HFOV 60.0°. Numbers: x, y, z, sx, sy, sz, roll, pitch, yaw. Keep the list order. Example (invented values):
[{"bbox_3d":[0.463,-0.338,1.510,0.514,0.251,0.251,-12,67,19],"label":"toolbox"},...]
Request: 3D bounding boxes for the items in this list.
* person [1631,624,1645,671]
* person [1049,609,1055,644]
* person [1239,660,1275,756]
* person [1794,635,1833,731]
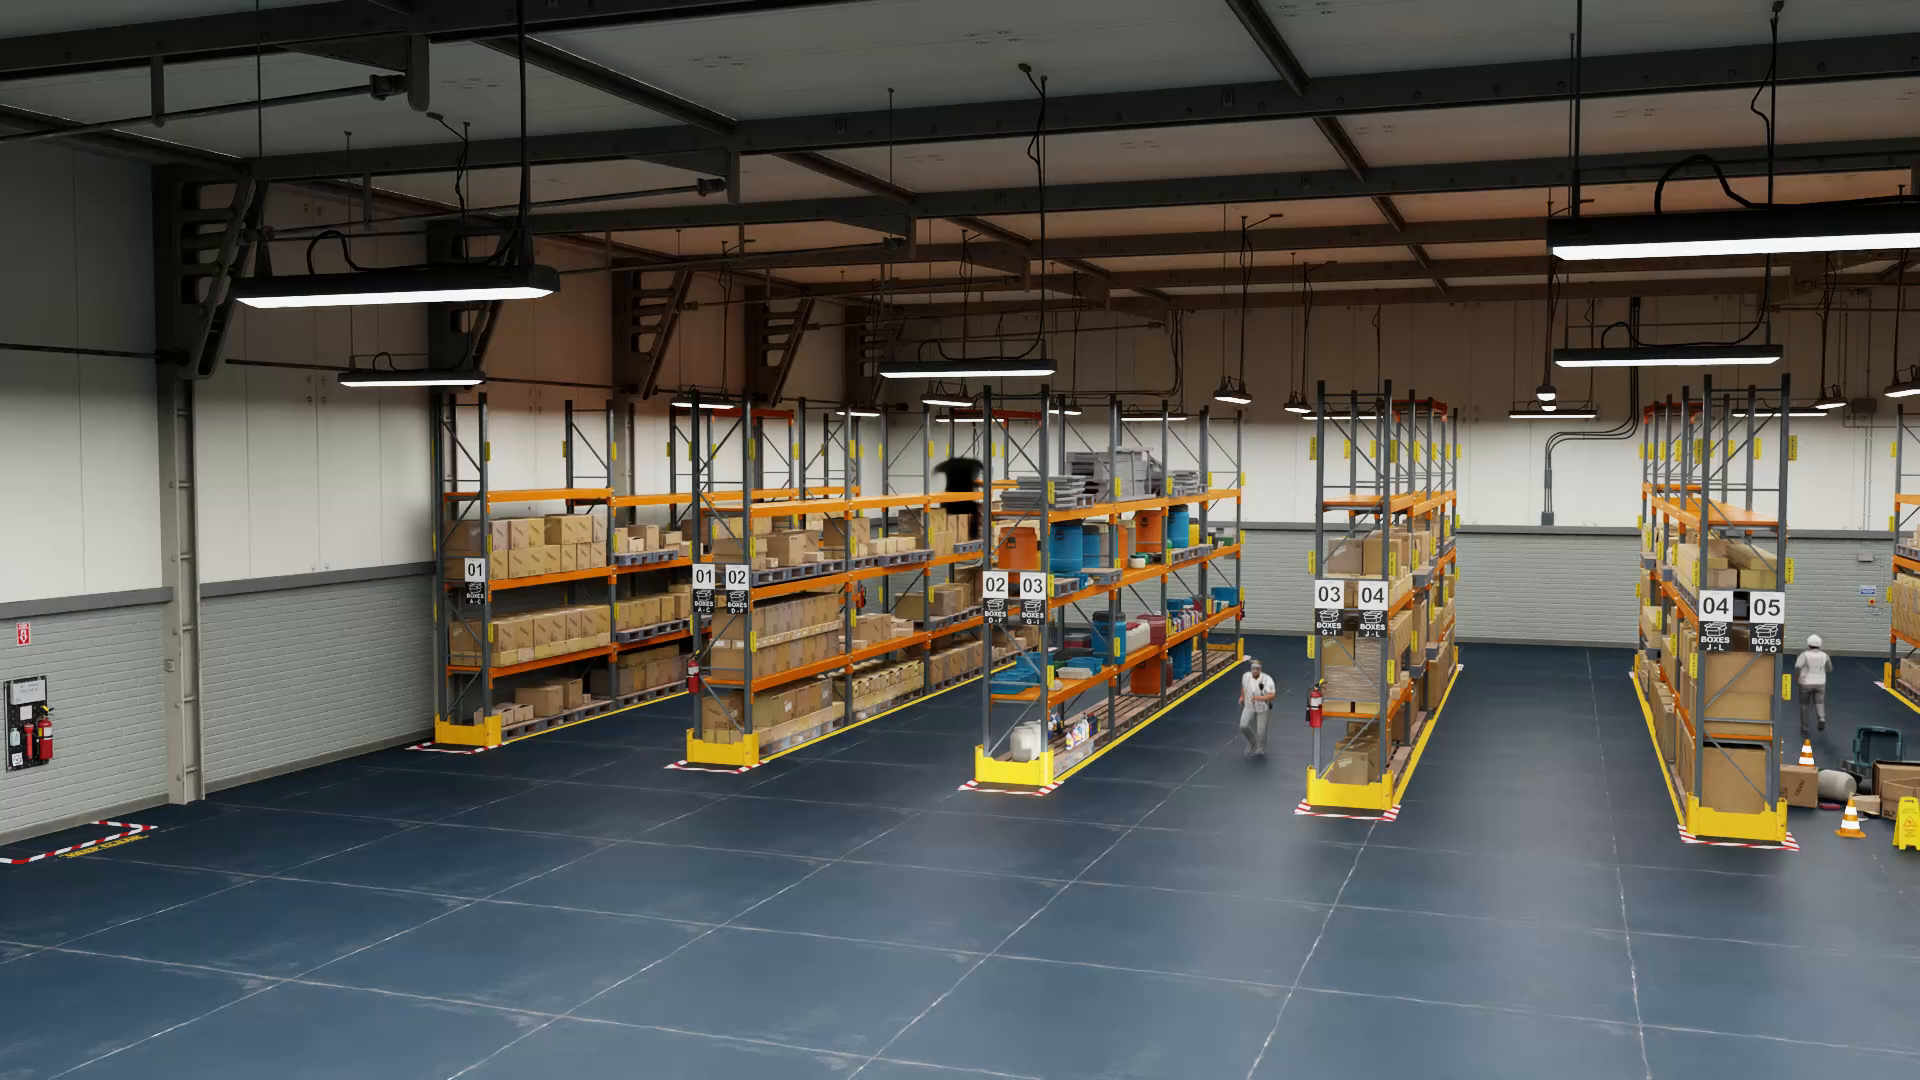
[{"bbox_3d":[15.758,2.151,37.934,0.851,1.704,0.604,-1,3,-13],"label":"person"},{"bbox_3d":[2.086,1.832,43.449,1.031,1.820,0.727,2,4,39],"label":"person"},{"bbox_3d":[4.826,2.730,27.096,0.679,1.625,0.957,1,3,23],"label":"person"},{"bbox_3d":[15.116,2.552,29.478,0.655,1.749,0.905,1,3,16],"label":"person"}]
